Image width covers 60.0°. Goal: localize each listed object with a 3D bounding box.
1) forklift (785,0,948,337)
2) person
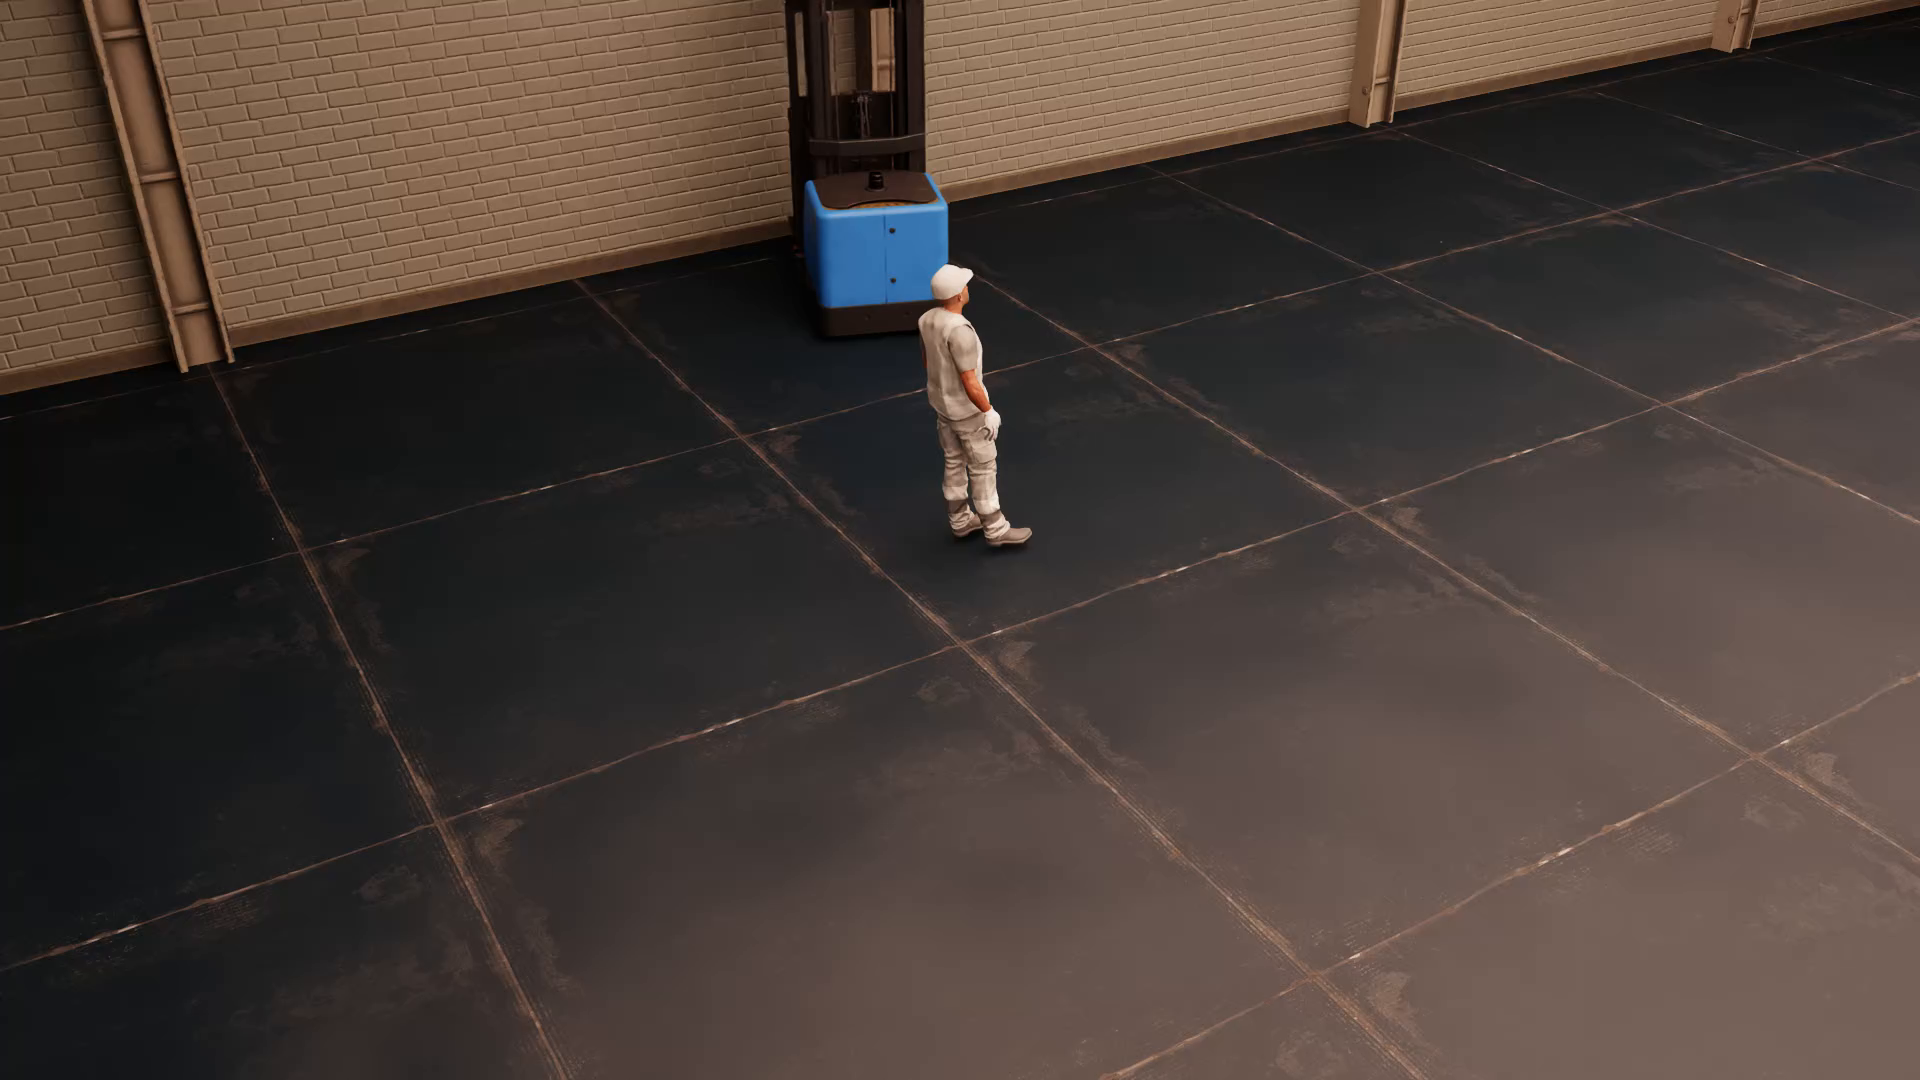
[{"bbox_3d":[-0.875,-3.595,13.650,1.130,2.935,3.031,-6,31,-10],"label":"forklift"},{"bbox_3d":[0.075,-0.825,10.042,0.561,1.789,0.637,-17,35,-26],"label":"person"}]
